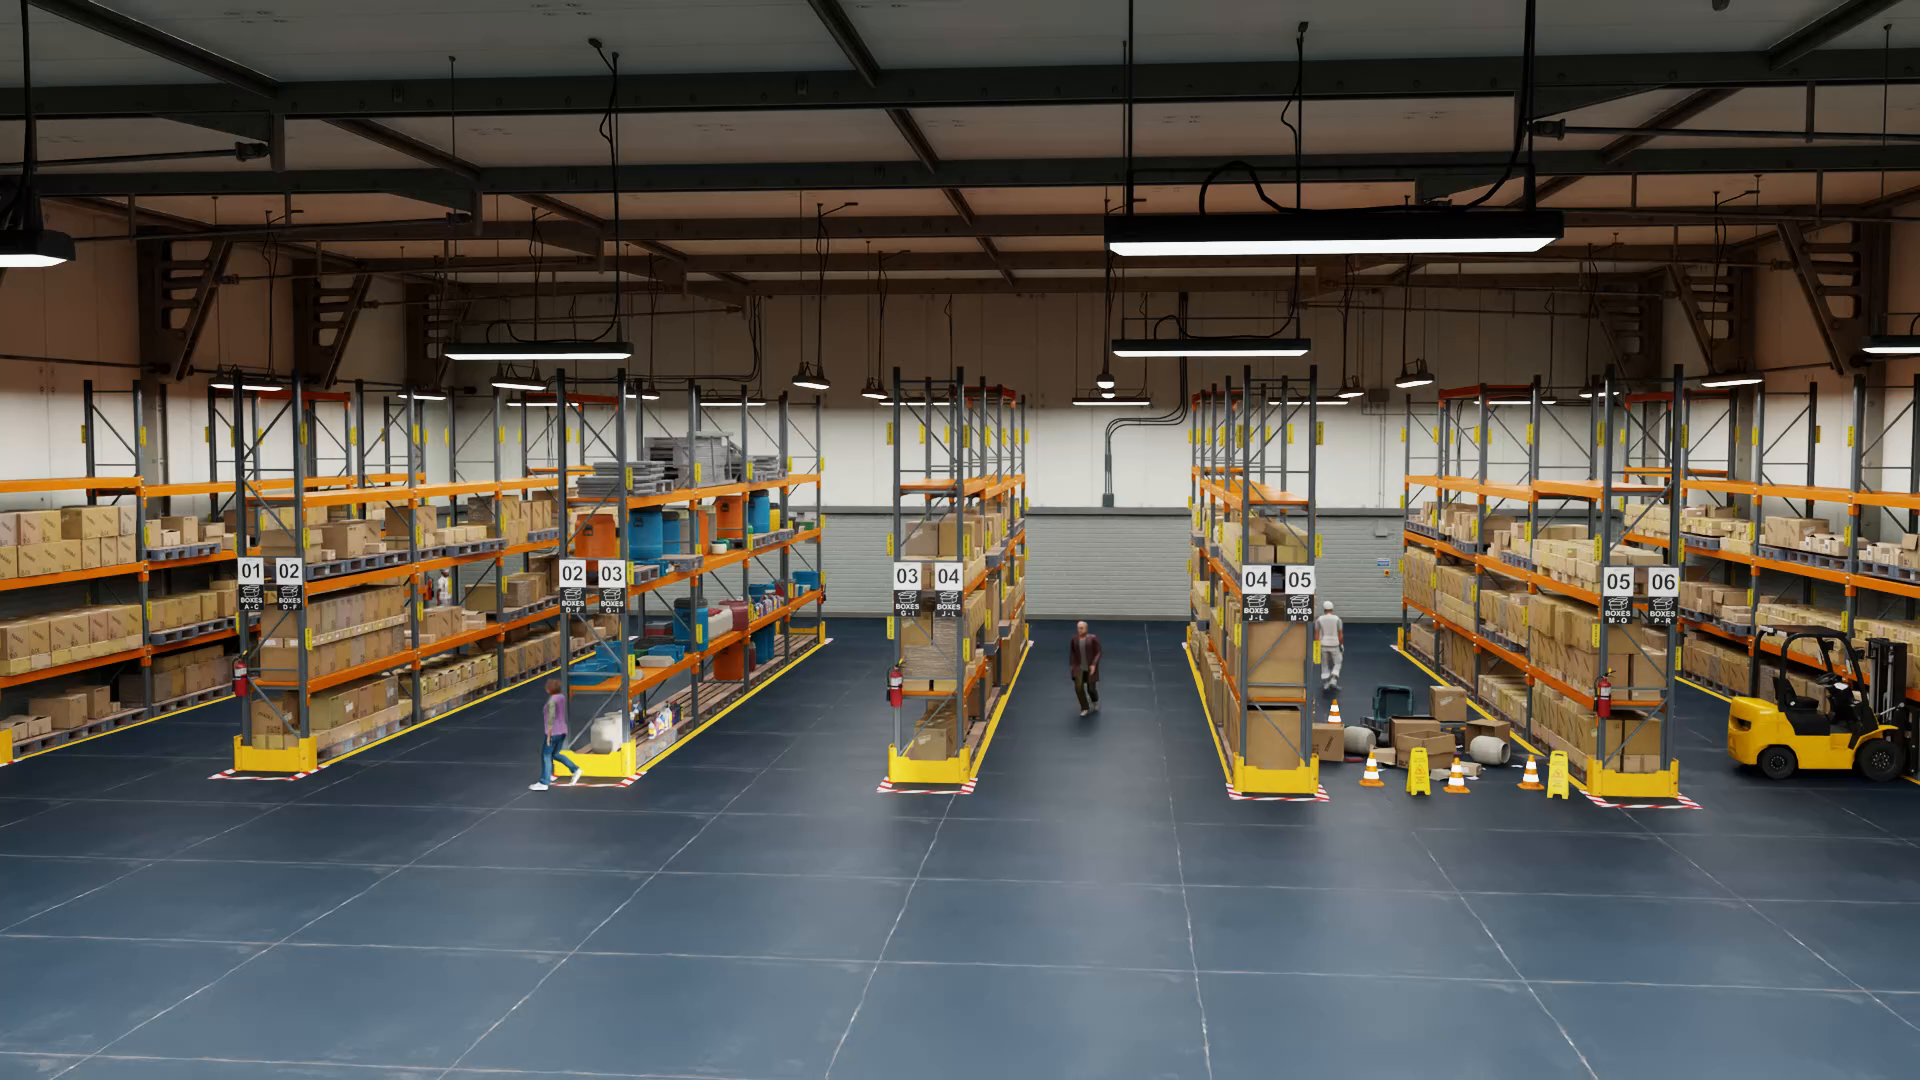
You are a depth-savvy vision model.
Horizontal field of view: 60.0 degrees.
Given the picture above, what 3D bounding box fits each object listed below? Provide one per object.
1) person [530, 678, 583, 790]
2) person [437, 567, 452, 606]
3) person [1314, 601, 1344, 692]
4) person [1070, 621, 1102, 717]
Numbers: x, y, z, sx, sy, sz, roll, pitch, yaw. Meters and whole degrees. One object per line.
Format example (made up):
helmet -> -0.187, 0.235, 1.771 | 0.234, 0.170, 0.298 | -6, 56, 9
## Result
person -> -5.717, 2.749, 23.528 | 0.734, 1.566, 0.449 | 1, 4, 11
person -> -13.139, 1.513, 42.498 | 0.435, 1.668, 0.467 | 1, 4, 16
person -> 7.228, 2.092, 32.582 | 0.574, 1.788, 0.550 | 1, 4, 15
person -> 2.268, 2.297, 30.037 | 0.615, 1.695, 0.849 | 1, 4, 17
